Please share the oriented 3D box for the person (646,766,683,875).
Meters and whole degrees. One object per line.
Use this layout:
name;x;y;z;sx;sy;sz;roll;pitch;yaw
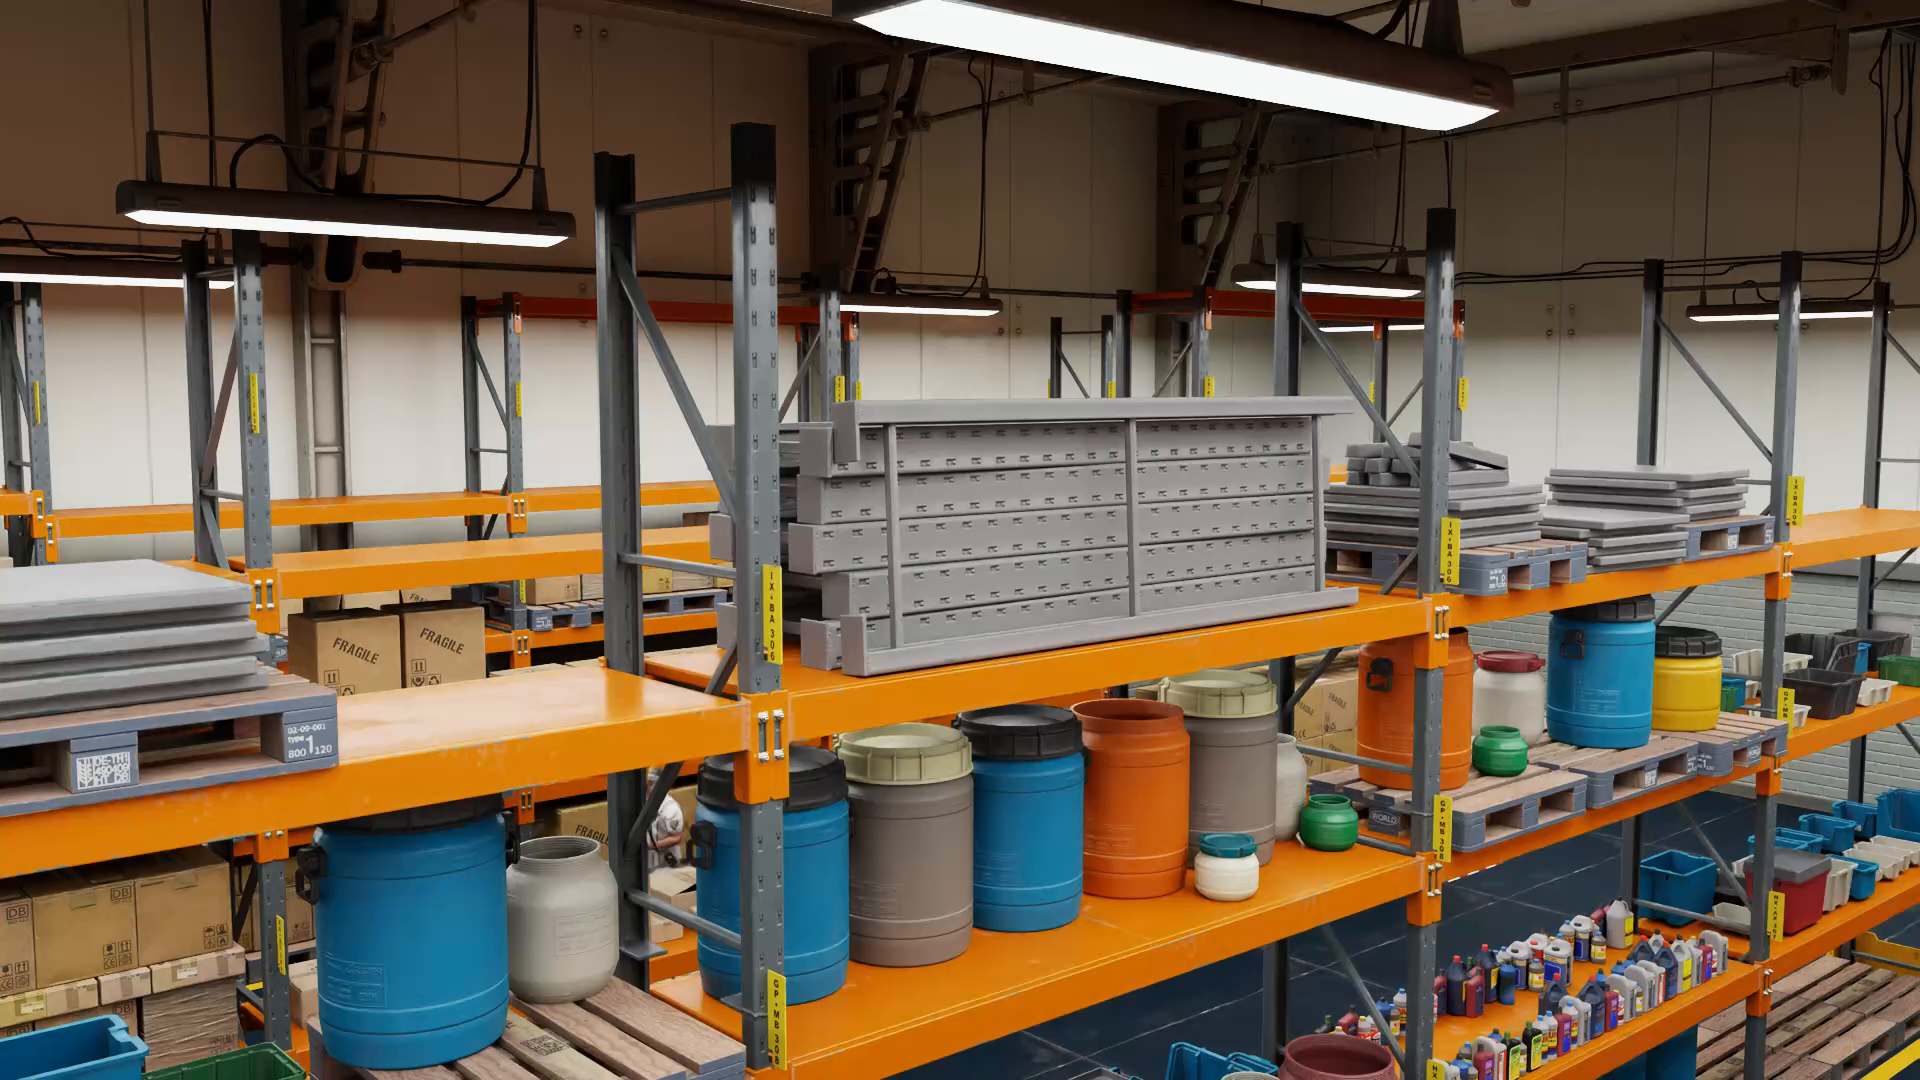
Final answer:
person;-2.769;2.887;14.907;0.634;1.775;0.677;4;7;37
